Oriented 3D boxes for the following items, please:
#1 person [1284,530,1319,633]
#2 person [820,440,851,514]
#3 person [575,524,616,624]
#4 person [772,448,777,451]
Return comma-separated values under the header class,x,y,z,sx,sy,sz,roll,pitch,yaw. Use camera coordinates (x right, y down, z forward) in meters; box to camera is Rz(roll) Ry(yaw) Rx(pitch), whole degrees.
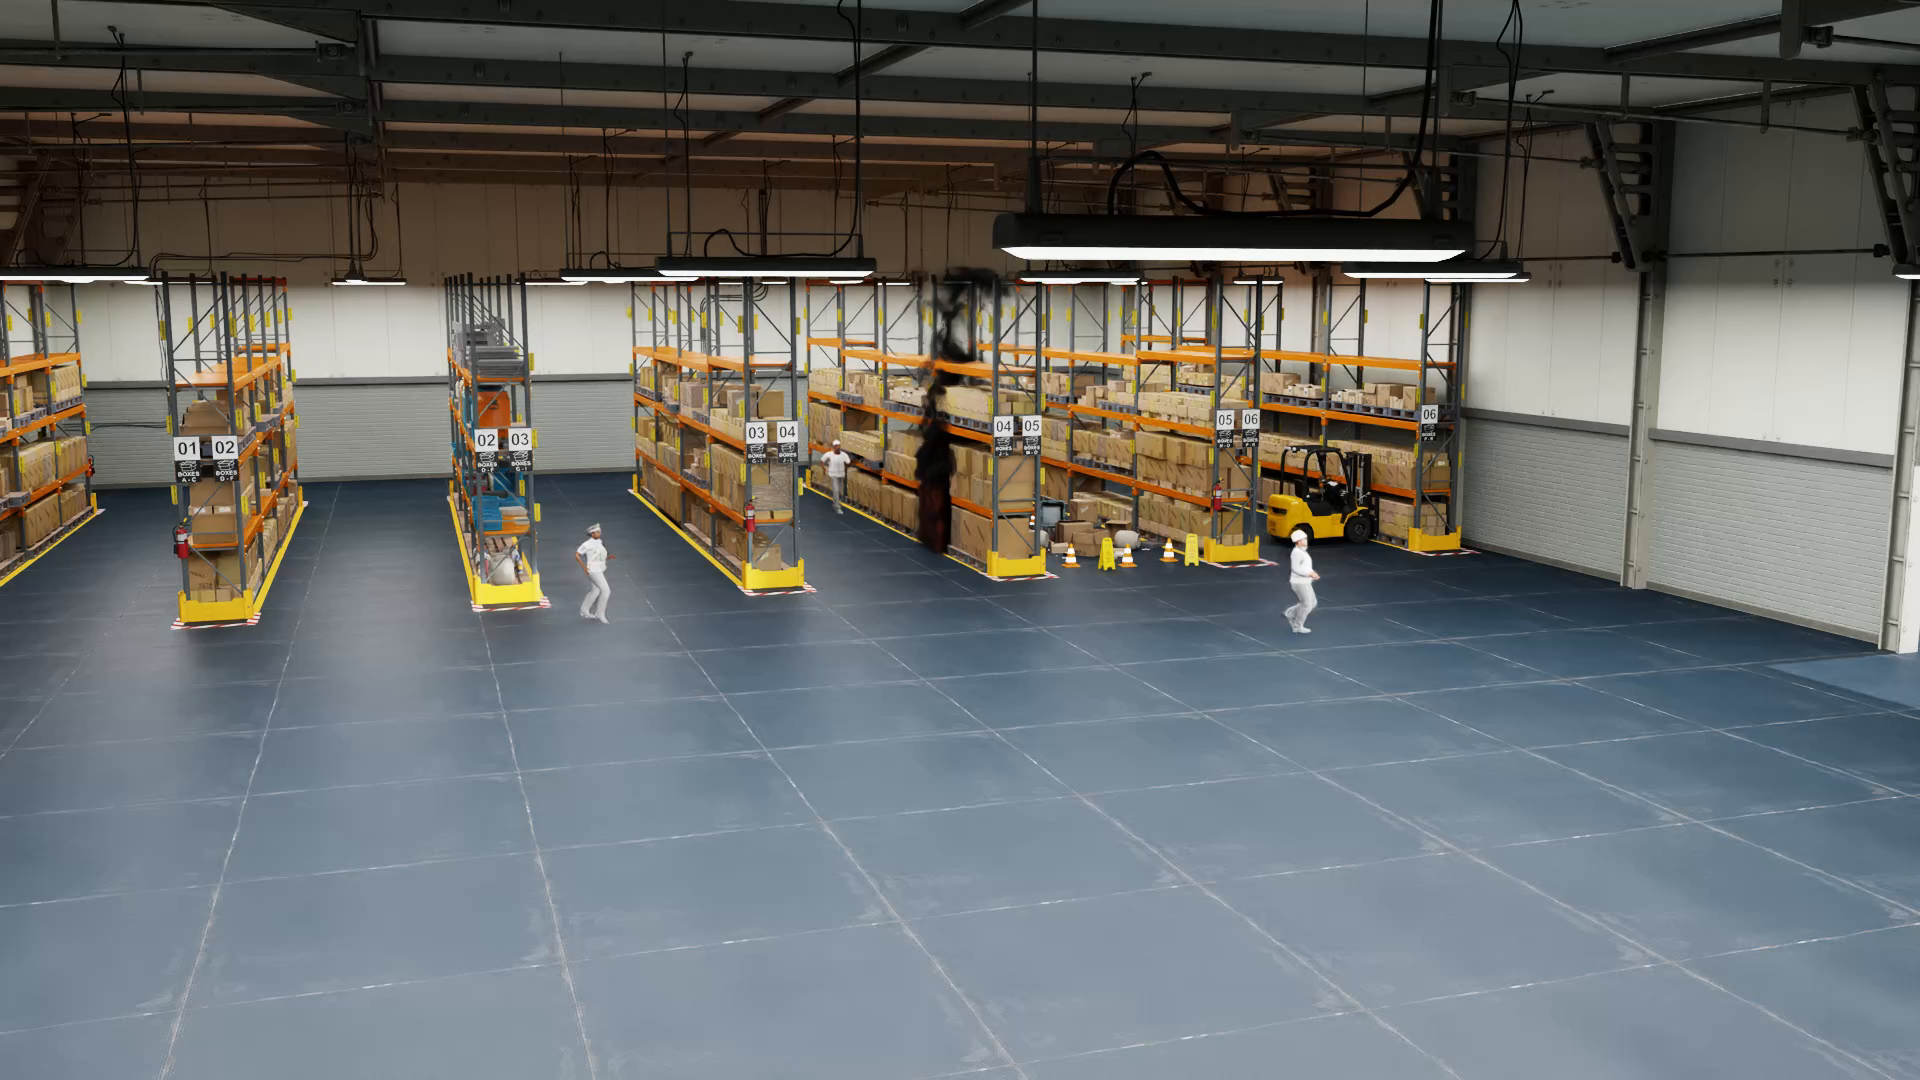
class,x,y,z,sx,sy,sz,roll,pitch,yaw
person,5.716,0.694,27.771,0.601,1.723,0.655,3,9,19
person,-2.990,-1.537,40.542,0.700,1.800,0.938,-4,10,-26
person,-6.268,0.587,28.648,0.745,1.754,0.543,2,9,11
person,-5.395,-2.260,47.274,0.679,1.759,0.703,-2,9,-10
